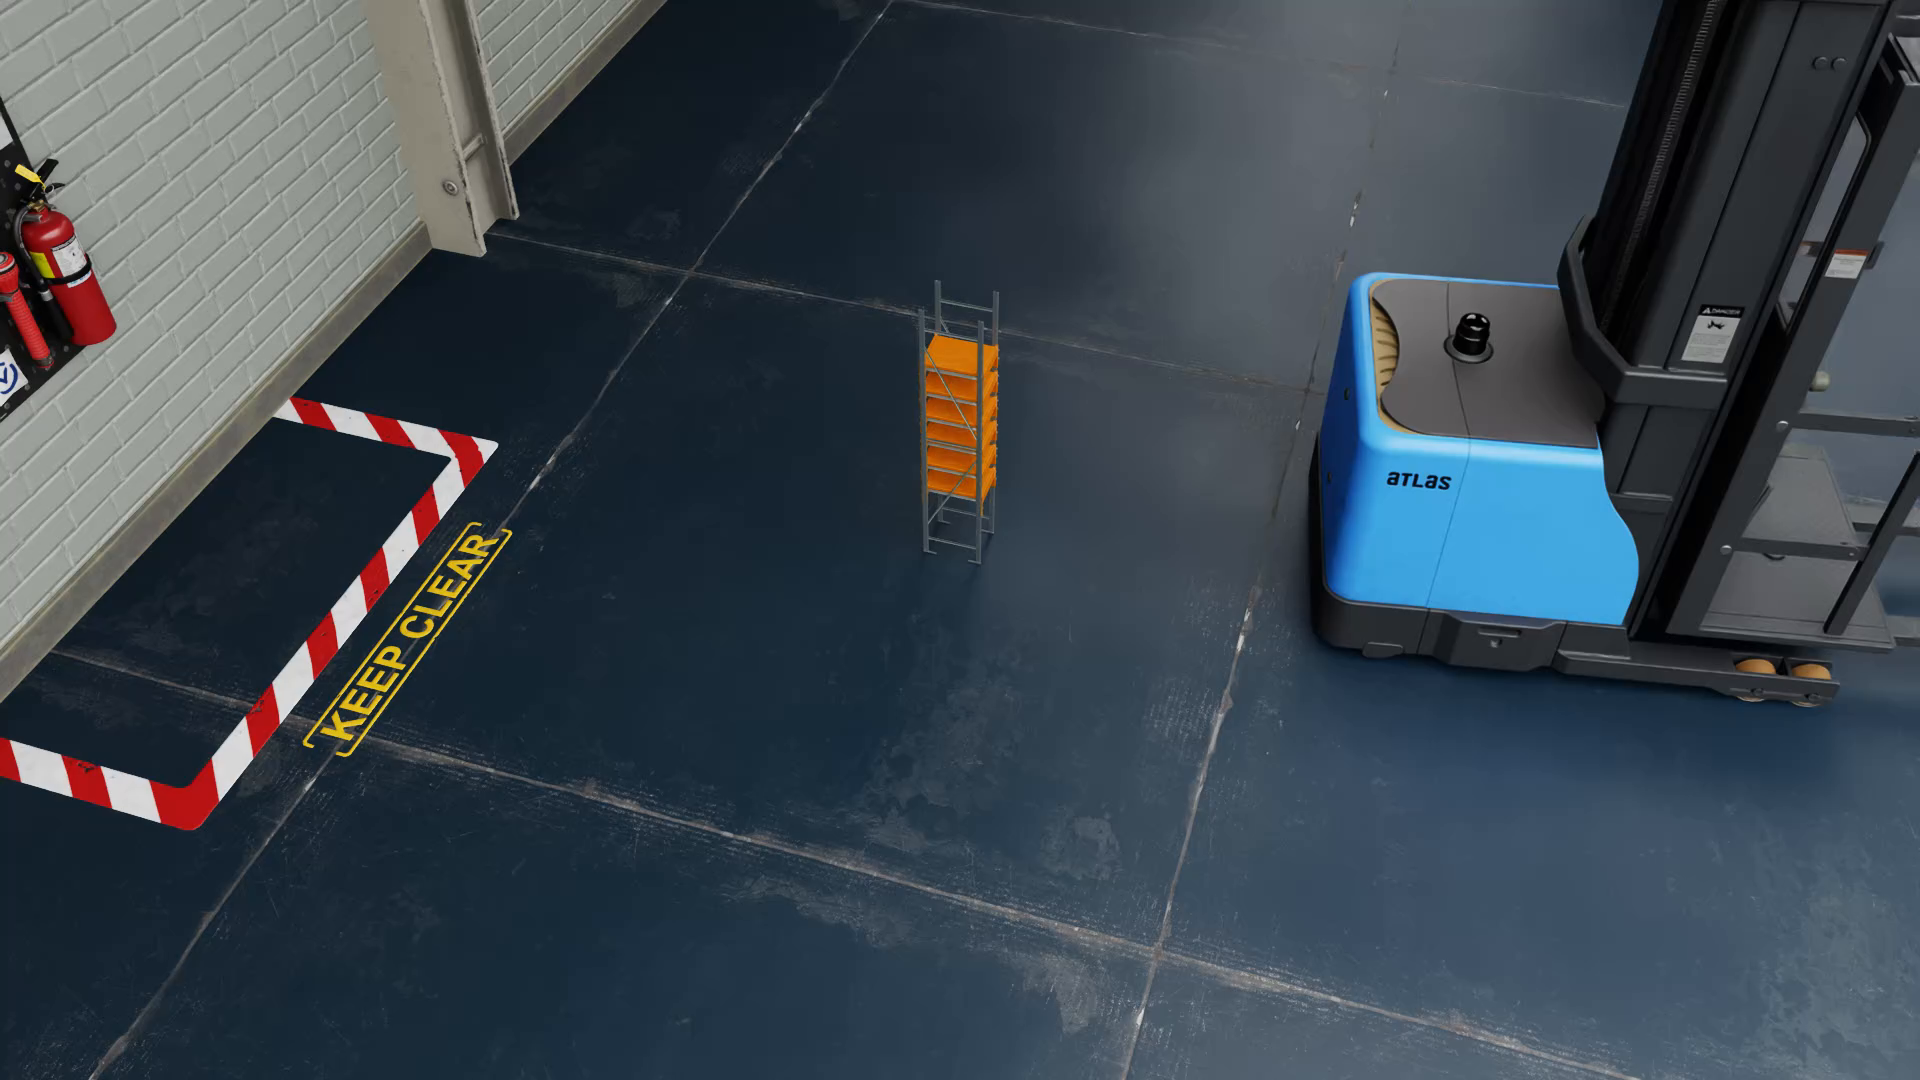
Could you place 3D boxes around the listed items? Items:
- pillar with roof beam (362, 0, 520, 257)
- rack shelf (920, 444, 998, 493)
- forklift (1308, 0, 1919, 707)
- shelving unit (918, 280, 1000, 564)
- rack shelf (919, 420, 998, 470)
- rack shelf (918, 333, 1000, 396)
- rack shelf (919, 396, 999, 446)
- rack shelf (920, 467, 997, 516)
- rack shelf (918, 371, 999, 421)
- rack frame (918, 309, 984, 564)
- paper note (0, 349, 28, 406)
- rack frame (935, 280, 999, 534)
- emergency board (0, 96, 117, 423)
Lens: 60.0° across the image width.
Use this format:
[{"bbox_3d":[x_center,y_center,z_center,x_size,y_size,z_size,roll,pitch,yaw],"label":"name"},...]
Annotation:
[{"bbox_3d":[1.665,-3.859,4.259,9.100,9.000,0.400,13,46,13],"label":"pillar with roof beam"},{"bbox_3d":[-0.004,-0.302,6.436,0.258,0.103,0.180,13,46,12],"label":"rack shelf"},{"bbox_3d":[2.897,-0.831,5.504,3.031,2.935,1.130,5,45,5],"label":"forklift"},{"bbox_3d":[-0.004,-0.419,6.321,0.258,1.200,0.189,13,46,12],"label":"shelving unit"},{"bbox_3d":[-0.004,-0.387,6.352,0.258,0.103,0.180,13,46,12],"label":"rack shelf"},{"bbox_3d":[-0.004,-0.645,6.100,0.258,0.103,0.180,13,46,12],"label":"rack shelf"},{"bbox_3d":[-0.004,-0.473,6.268,0.258,0.103,0.180,13,46,12],"label":"rack shelf"},{"bbox_3d":[-0.004,-0.216,6.519,0.258,0.103,0.180,13,46,12],"label":"rack shelf"},{"bbox_3d":[-0.004,-0.559,6.184,0.258,0.103,0.180,13,46,12],"label":"rack shelf"},{"bbox_3d":[-0.032,-0.358,6.258,0.240,1.200,0.006,13,46,12],"label":"rack frame"},{"bbox_3d":[-3.342,-0.569,5.817,0.016,0.148,0.142,13,46,13],"label":"paper note"},{"bbox_3d":[0.023,-0.480,6.383,0.240,1.200,0.006,13,46,12],"label":"rack frame"},{"bbox_3d":[-3.223,-0.987,5.614,0.194,1.169,0.643,13,46,13],"label":"emergency board"}]
